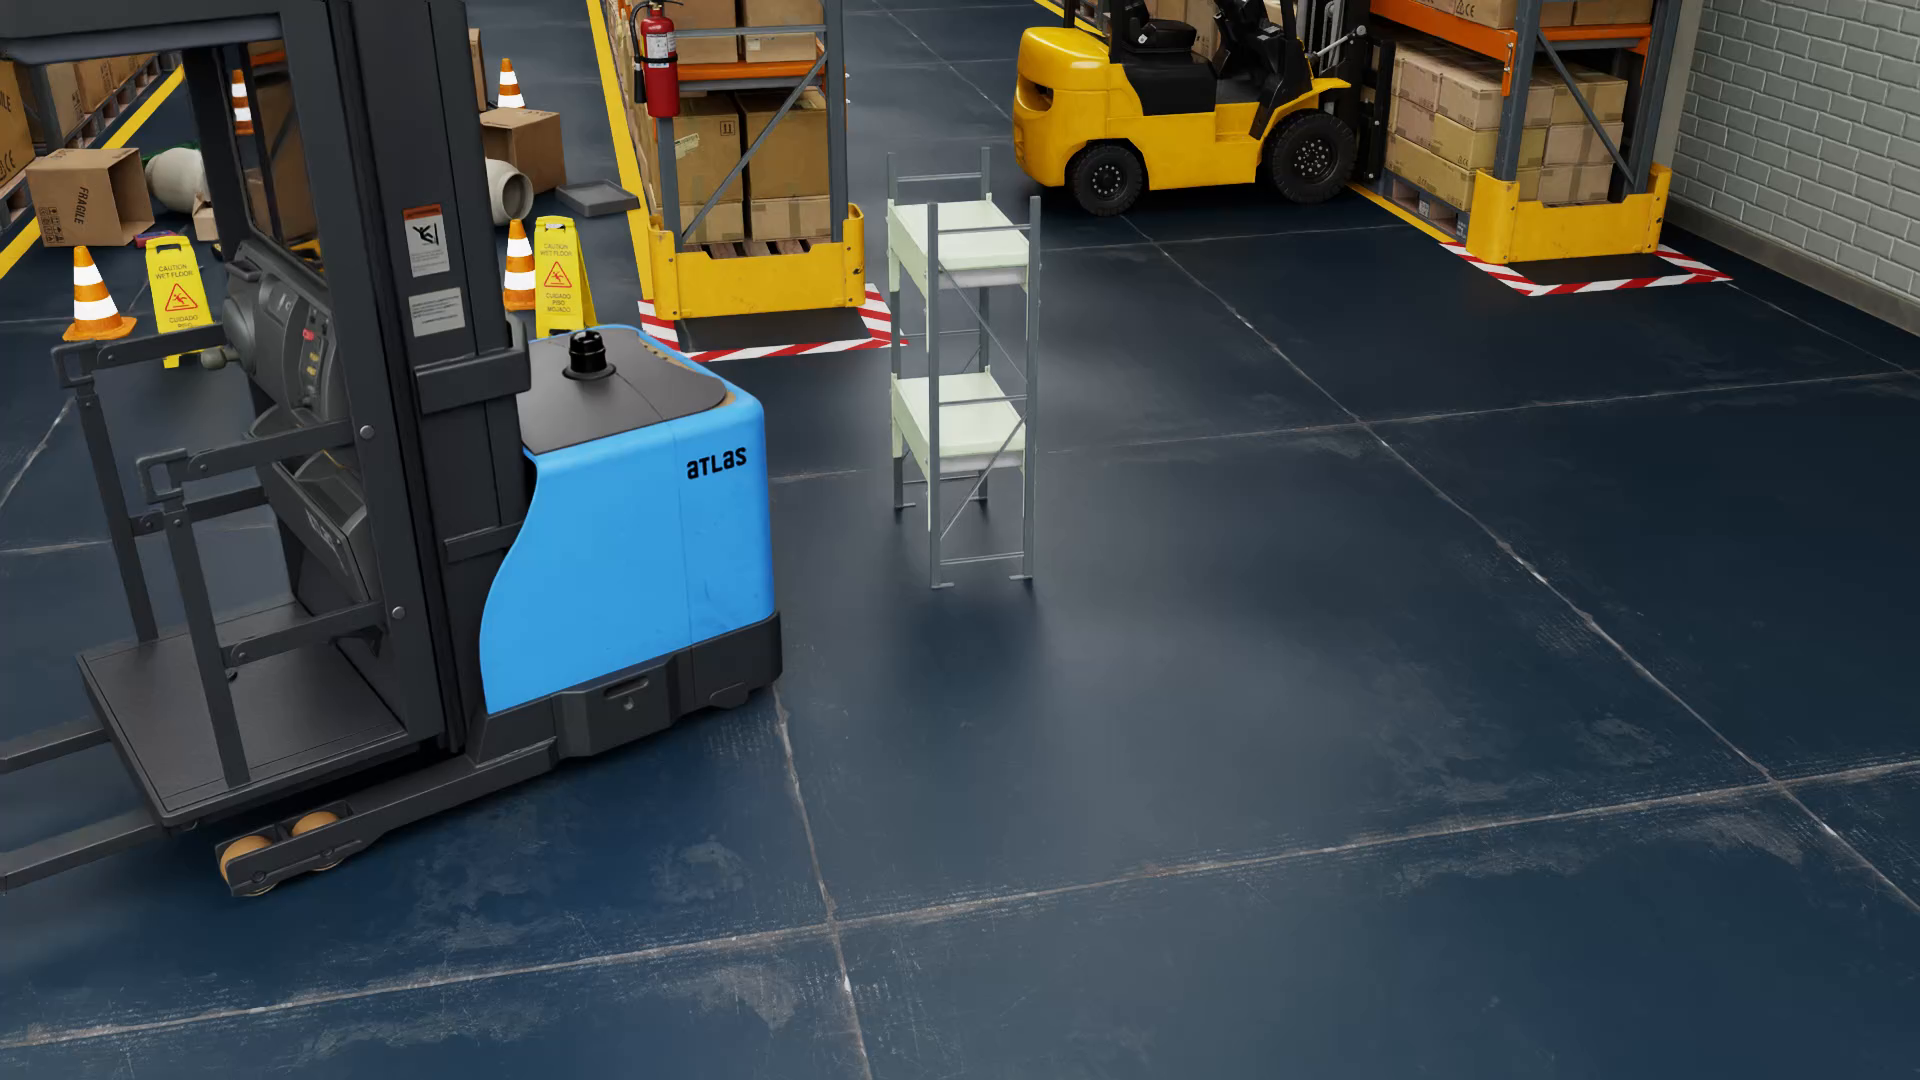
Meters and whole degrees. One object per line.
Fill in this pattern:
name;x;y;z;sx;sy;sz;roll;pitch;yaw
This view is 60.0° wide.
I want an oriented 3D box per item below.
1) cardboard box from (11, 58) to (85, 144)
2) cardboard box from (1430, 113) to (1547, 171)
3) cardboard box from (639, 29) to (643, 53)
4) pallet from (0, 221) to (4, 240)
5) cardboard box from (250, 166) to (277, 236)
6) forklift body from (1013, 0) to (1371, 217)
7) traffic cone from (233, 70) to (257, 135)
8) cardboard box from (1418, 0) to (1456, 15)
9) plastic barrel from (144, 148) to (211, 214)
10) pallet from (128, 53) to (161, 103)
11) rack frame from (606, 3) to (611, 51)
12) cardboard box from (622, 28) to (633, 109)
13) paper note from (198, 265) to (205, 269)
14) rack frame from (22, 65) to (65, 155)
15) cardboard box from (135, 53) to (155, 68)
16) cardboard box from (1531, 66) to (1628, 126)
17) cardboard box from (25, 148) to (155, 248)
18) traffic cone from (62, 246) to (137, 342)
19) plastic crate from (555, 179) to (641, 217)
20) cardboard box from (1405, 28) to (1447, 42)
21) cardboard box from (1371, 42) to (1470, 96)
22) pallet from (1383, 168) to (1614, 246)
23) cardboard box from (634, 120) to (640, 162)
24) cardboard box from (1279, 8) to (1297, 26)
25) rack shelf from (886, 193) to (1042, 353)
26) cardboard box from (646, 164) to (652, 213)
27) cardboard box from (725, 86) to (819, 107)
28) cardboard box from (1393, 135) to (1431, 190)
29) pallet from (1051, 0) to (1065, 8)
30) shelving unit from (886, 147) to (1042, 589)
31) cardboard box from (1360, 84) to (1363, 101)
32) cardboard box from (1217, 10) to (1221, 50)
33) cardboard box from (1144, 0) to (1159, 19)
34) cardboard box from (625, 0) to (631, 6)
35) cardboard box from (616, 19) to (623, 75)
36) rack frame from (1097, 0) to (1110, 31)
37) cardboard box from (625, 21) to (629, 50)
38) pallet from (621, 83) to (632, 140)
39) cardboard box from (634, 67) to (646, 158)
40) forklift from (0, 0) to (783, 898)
cardboard box;-7.041;-3.298;11.985;1.050;0.750;0.750;-6;27;-12
cardboard box;3.308;-2.513;10.430;0.500;0.250;0.500;-6;27;-12
cardboard box;-1.570;-2.772;9.192;0.380;0.149;0.250;-6;27;-12
pallet;-6.440;-1.728;9.939;1.003;0.211;1.213;-6;27;-12
cardboard box;-3.975;-2.042;10.236;0.637;0.503;0.797;19;32;32
forklift body;1.518;-3.416;11.131;2.313;2.155;1.214;-6;27;-12
traffic cone;-5.645;-3.461;13.093;0.336;0.463;0.334;-6;27;-12
cardboard box;3.248;-3.610;10.463;0.500;0.500;0.500;-5;27;-10
plastic barrel;-5.064;-2.359;10.953;0.512;0.421;0.421;13;30;24
pallet;-7.611;-4.008;14.457;1.003;0.211;1.213;-6;27;-12
rack frame;-2.915;-6.154;15.614;1.000;3.000;0.127;-6;27;-12
cardboard box;-2.144;-3.406;11.923;0.500;0.500;0.500;-5;27;-9
paper note;-4.602;-1.611;9.910;0.144;0.017;0.142;3;27;6
rack frame;-6.814;-3.851;11.051;1.000;3.000;0.127;-6;27;-12
cardboard box;-7.666;-4.514;14.394;1.050;0.750;0.750;-6;27;-12
cardboard box;3.799;-2.784;10.413;0.500;0.250;0.500;-6;27;-12
cardboard box;-5.464;-2.159;10.470;0.500;0.500;0.500;-1;27;-3
traffic cone;-4.649;-1.340;8.891;0.336;0.463;0.334;-6;27;-12
plastic crate;-2.459;-2.322;11.262;0.402;0.080;0.583;-16;31;-29
cardboard box;3.472;-3.450;11.731;0.500;0.250;0.500;-6;27;-13
cardboard box;3.071;-3.169;11.175;0.500;0.250;0.500;-6;27;-11
pallet;3.510;-2.234;10.942;1.003;0.211;1.213;-6;27;-12
cardboard box;-2.013;-2.838;11.630;0.500;0.250;0.500;-4;27;-9
cardboard box;2.730;-3.840;12.505;0.500;0.250;0.500;-6;27;-12
rack shelf;0.002;-1.015;6.230;0.431;0.370;0.720;-6;27;-12
cardboard box;-1.666;-2.158;10.282;0.500;0.250;0.500;-6;27;-11
cardboard box;-1.153;-2.558;10.243;0.500;0.500;0.500;-7;28;-14
cardboard box;3.206;-2.501;10.962;0.500;0.250;0.500;-6;27;-12
pallet;1.517;-6.281;18.960;1.003;0.211;1.213;-6;27;-12
shelving unit;0.002;-0.667;6.406;0.431;1.500;0.755;-6;27;-12
cardboard box;2.960;-3.179;11.749;0.500;0.250;0.500;-6;27;-12
cardboard box;2.693;-4.259;14.028;0.875;0.625;0.625;-5;27;-9
cardboard box;2.202;-5.226;15.944;0.875;0.625;0.625;-5;27;-10
cardboard box;-1.976;-3.552;10.738;0.380;0.149;0.250;-6;27;-11
cardboard box;-2.458;-4.263;14.317;0.950;0.372;0.625;-5;27;-10
rack frame;1.920;-6.660;16.615;1.000;3.000;0.127;-6;27;-12
cardboard box;-2.057;-3.410;11.209;0.380;0.149;0.250;-5;27;-10
pallet;-2.191;-3.495;13.440;1.003;0.211;1.213;-6;27;-12
cardboard box;-1.775;-2.713;10.549;0.500;0.500;0.500;-7;28;-13
forklift;-2.090;-0.564;4.615;3.031;2.935;1.130;-19;32;-32
